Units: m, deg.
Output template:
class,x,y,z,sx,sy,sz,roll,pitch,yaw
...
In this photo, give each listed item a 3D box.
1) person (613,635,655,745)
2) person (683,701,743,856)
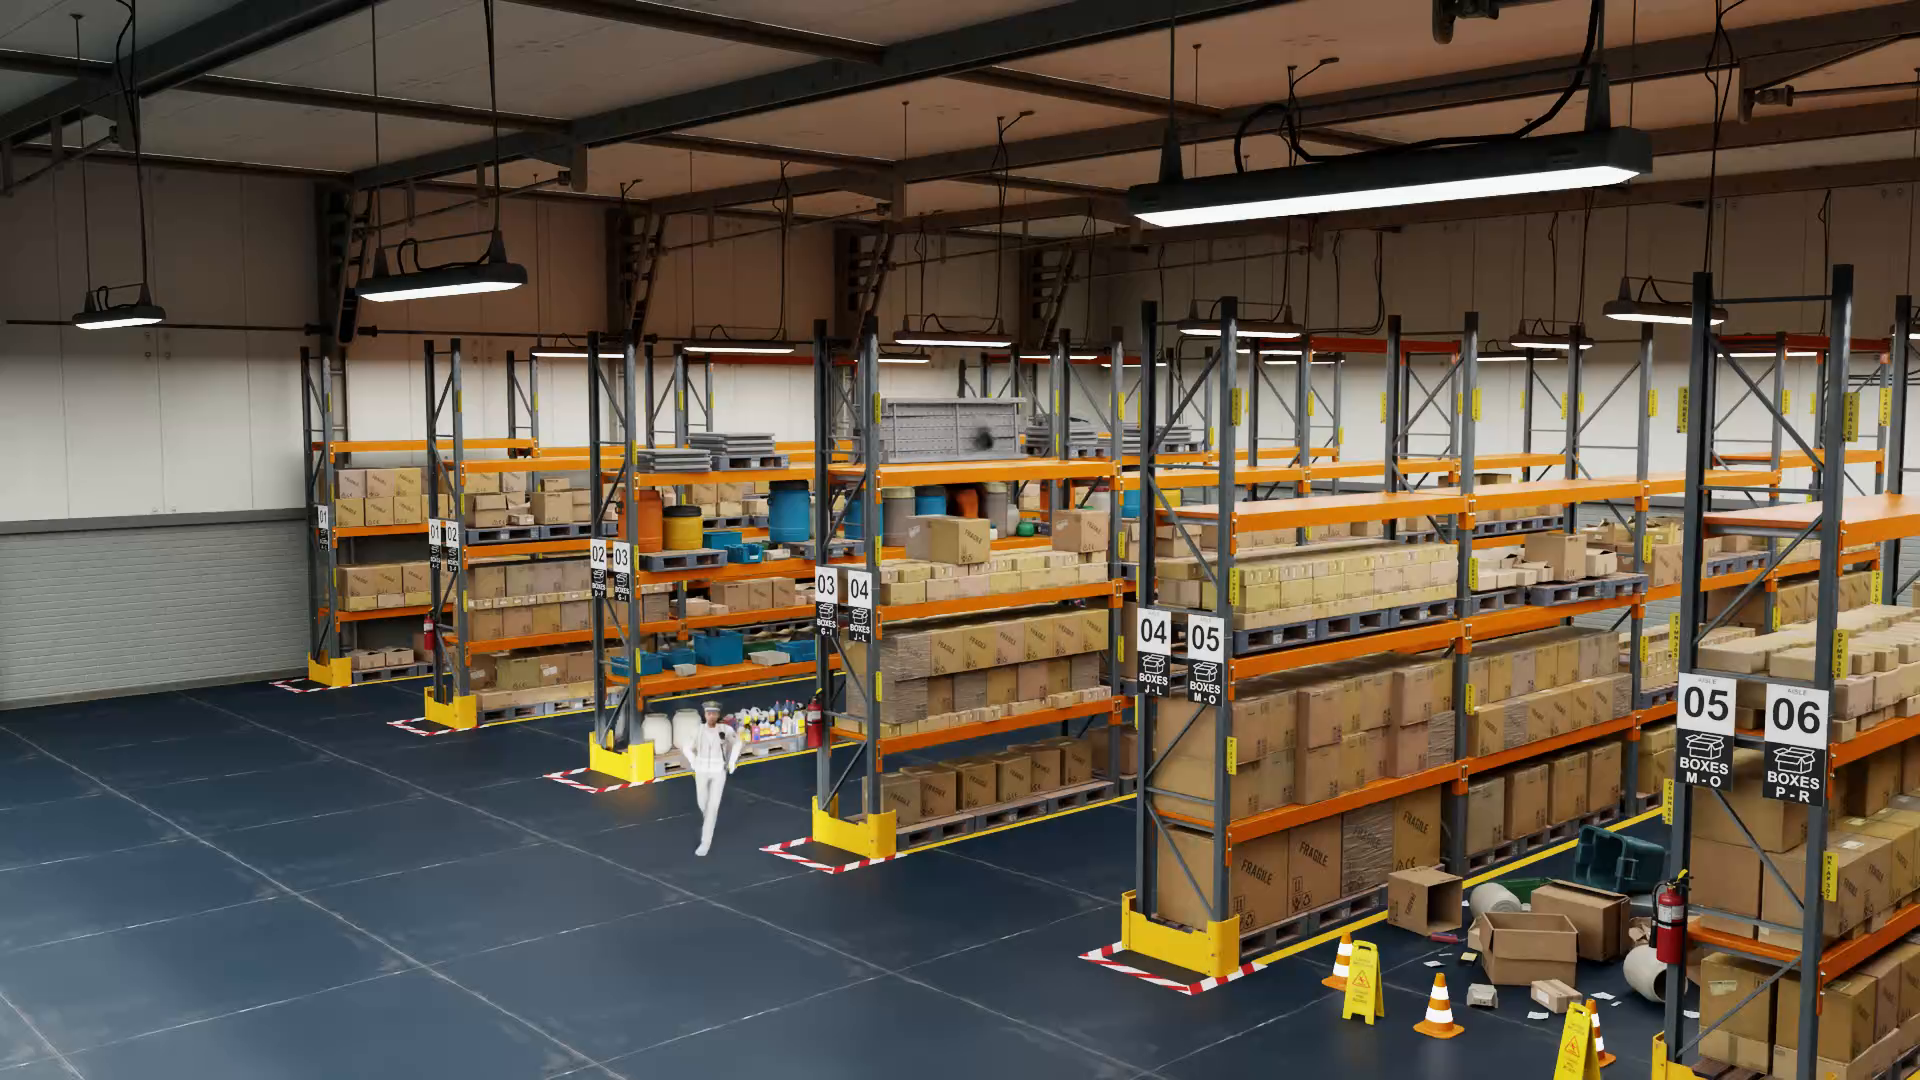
class,x,y,z,sx,sy,sz,roll,pitch,yaw
person,-4.792,2.164,24.473,0.926,1.660,0.556,-4,7,-40
person,-2.827,2.656,18.937,0.651,1.692,0.944,0,5,3
